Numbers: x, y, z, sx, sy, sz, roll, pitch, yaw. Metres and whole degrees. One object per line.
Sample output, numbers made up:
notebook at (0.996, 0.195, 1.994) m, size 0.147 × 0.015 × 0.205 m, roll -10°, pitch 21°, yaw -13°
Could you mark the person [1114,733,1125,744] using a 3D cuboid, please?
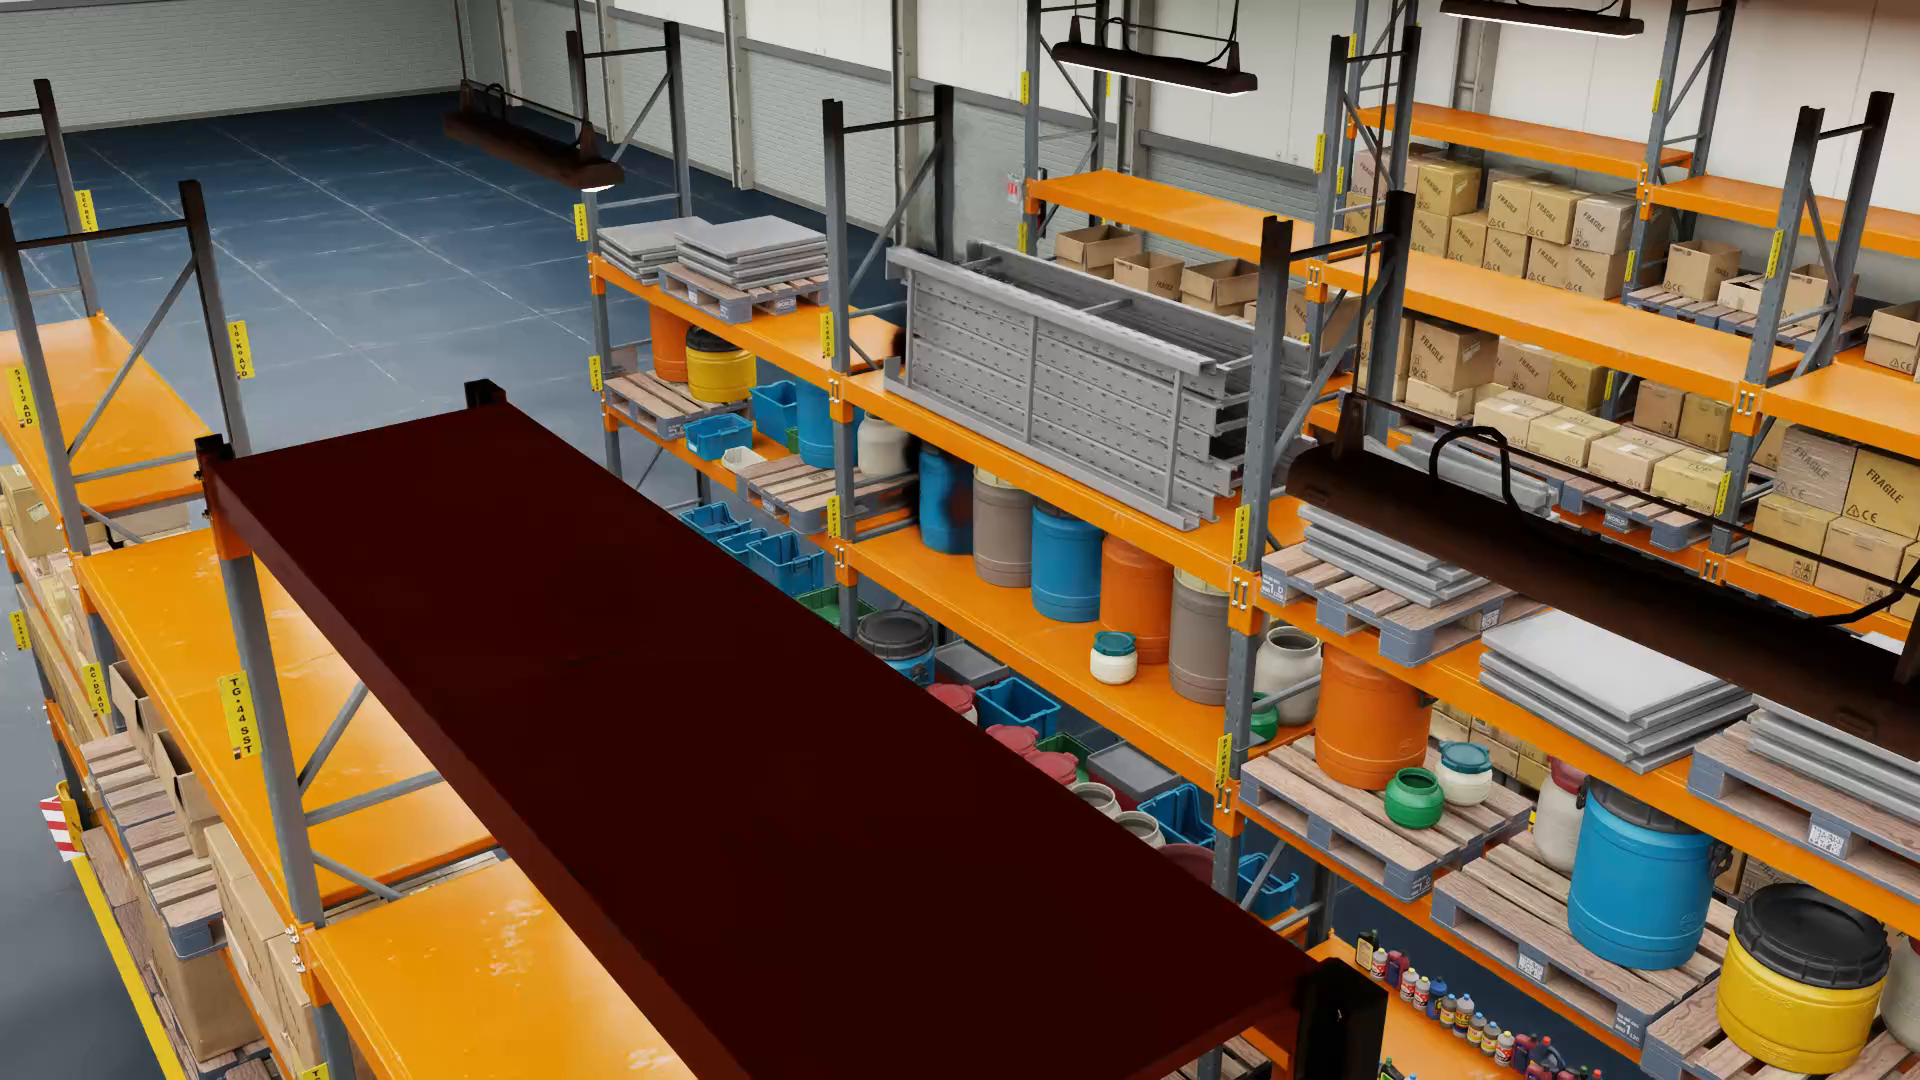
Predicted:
person at (1.383, 1.330, 13.325) m, size 0.710 × 1.794 × 0.902 m, roll -17°, pitch 30°, yaw -32°
